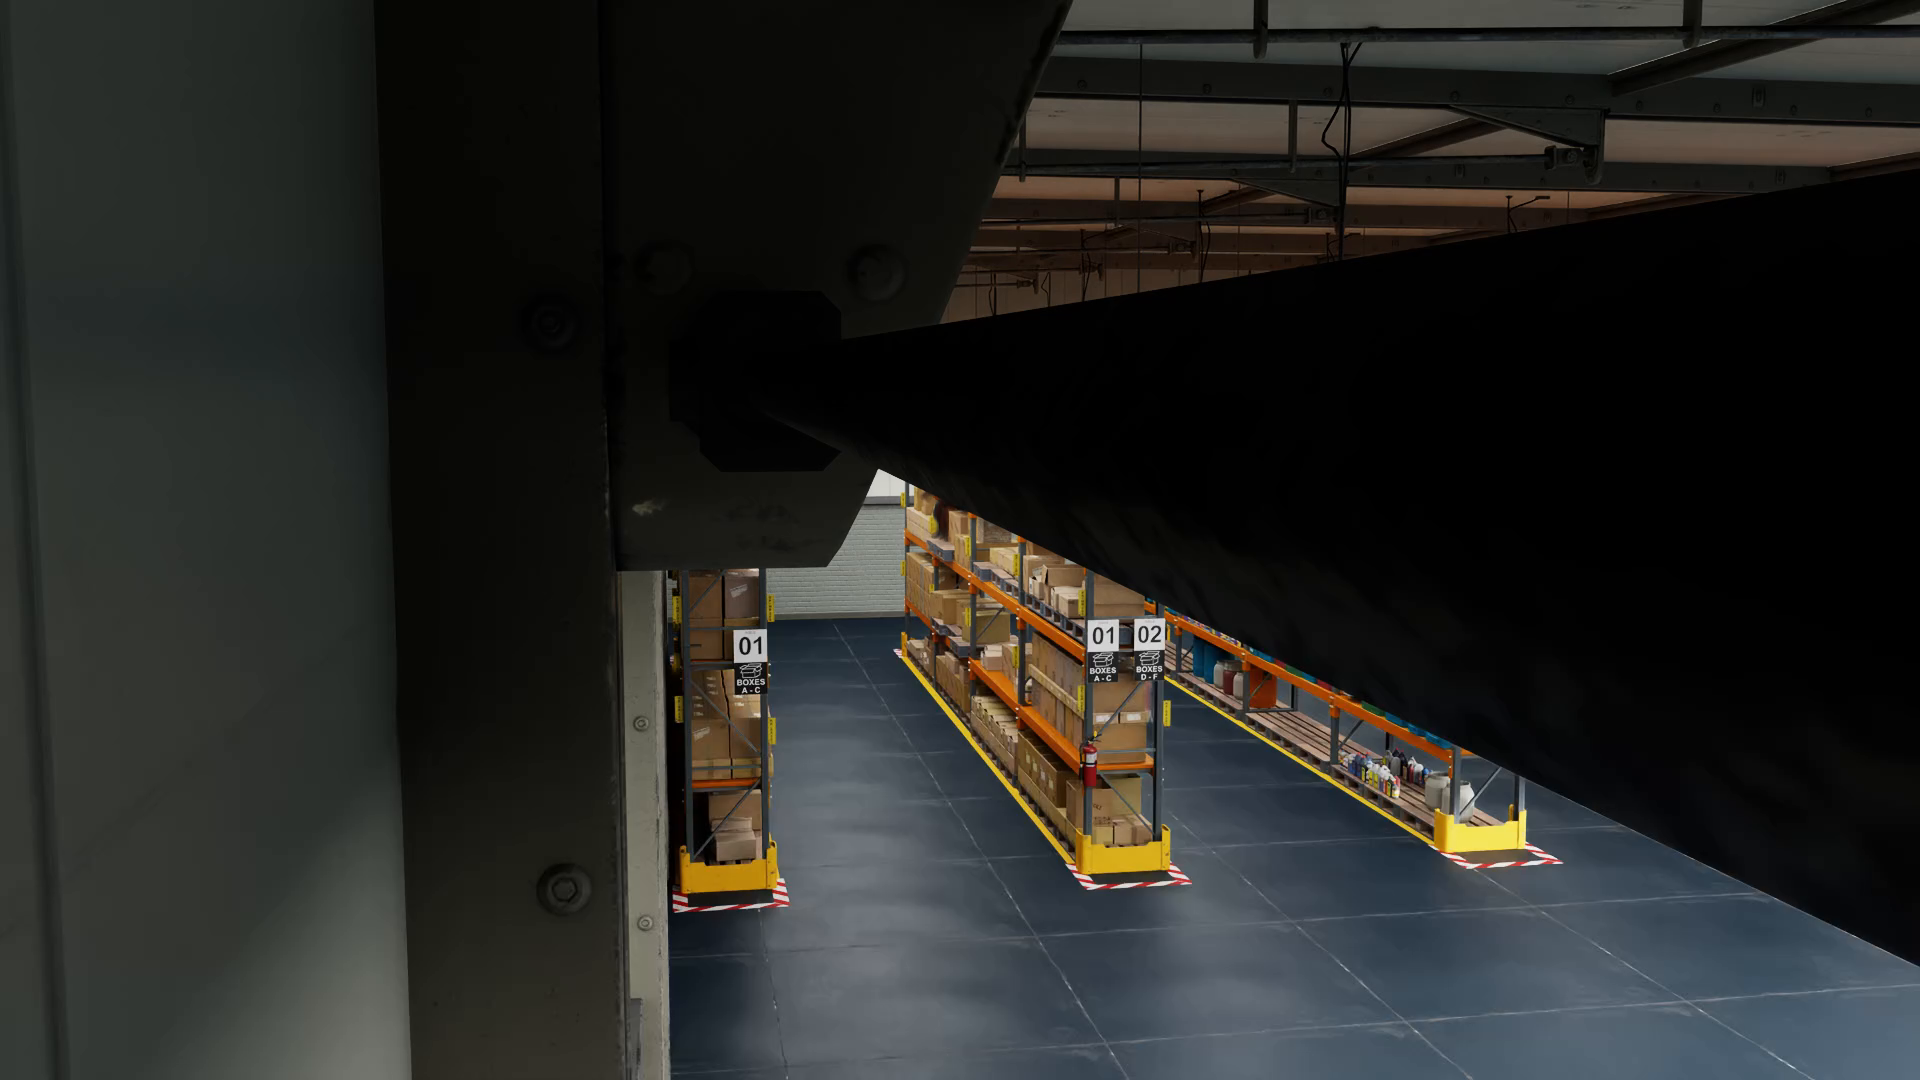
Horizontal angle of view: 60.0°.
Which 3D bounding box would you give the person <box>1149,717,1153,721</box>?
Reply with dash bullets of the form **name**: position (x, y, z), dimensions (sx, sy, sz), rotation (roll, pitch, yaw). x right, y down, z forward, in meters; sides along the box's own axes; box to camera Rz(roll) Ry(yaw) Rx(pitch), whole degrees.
- **person**: position (3.186, 2.335, 29.209), dimensions (0.416, 1.677, 0.482), rotation (-2, 6, -23)
